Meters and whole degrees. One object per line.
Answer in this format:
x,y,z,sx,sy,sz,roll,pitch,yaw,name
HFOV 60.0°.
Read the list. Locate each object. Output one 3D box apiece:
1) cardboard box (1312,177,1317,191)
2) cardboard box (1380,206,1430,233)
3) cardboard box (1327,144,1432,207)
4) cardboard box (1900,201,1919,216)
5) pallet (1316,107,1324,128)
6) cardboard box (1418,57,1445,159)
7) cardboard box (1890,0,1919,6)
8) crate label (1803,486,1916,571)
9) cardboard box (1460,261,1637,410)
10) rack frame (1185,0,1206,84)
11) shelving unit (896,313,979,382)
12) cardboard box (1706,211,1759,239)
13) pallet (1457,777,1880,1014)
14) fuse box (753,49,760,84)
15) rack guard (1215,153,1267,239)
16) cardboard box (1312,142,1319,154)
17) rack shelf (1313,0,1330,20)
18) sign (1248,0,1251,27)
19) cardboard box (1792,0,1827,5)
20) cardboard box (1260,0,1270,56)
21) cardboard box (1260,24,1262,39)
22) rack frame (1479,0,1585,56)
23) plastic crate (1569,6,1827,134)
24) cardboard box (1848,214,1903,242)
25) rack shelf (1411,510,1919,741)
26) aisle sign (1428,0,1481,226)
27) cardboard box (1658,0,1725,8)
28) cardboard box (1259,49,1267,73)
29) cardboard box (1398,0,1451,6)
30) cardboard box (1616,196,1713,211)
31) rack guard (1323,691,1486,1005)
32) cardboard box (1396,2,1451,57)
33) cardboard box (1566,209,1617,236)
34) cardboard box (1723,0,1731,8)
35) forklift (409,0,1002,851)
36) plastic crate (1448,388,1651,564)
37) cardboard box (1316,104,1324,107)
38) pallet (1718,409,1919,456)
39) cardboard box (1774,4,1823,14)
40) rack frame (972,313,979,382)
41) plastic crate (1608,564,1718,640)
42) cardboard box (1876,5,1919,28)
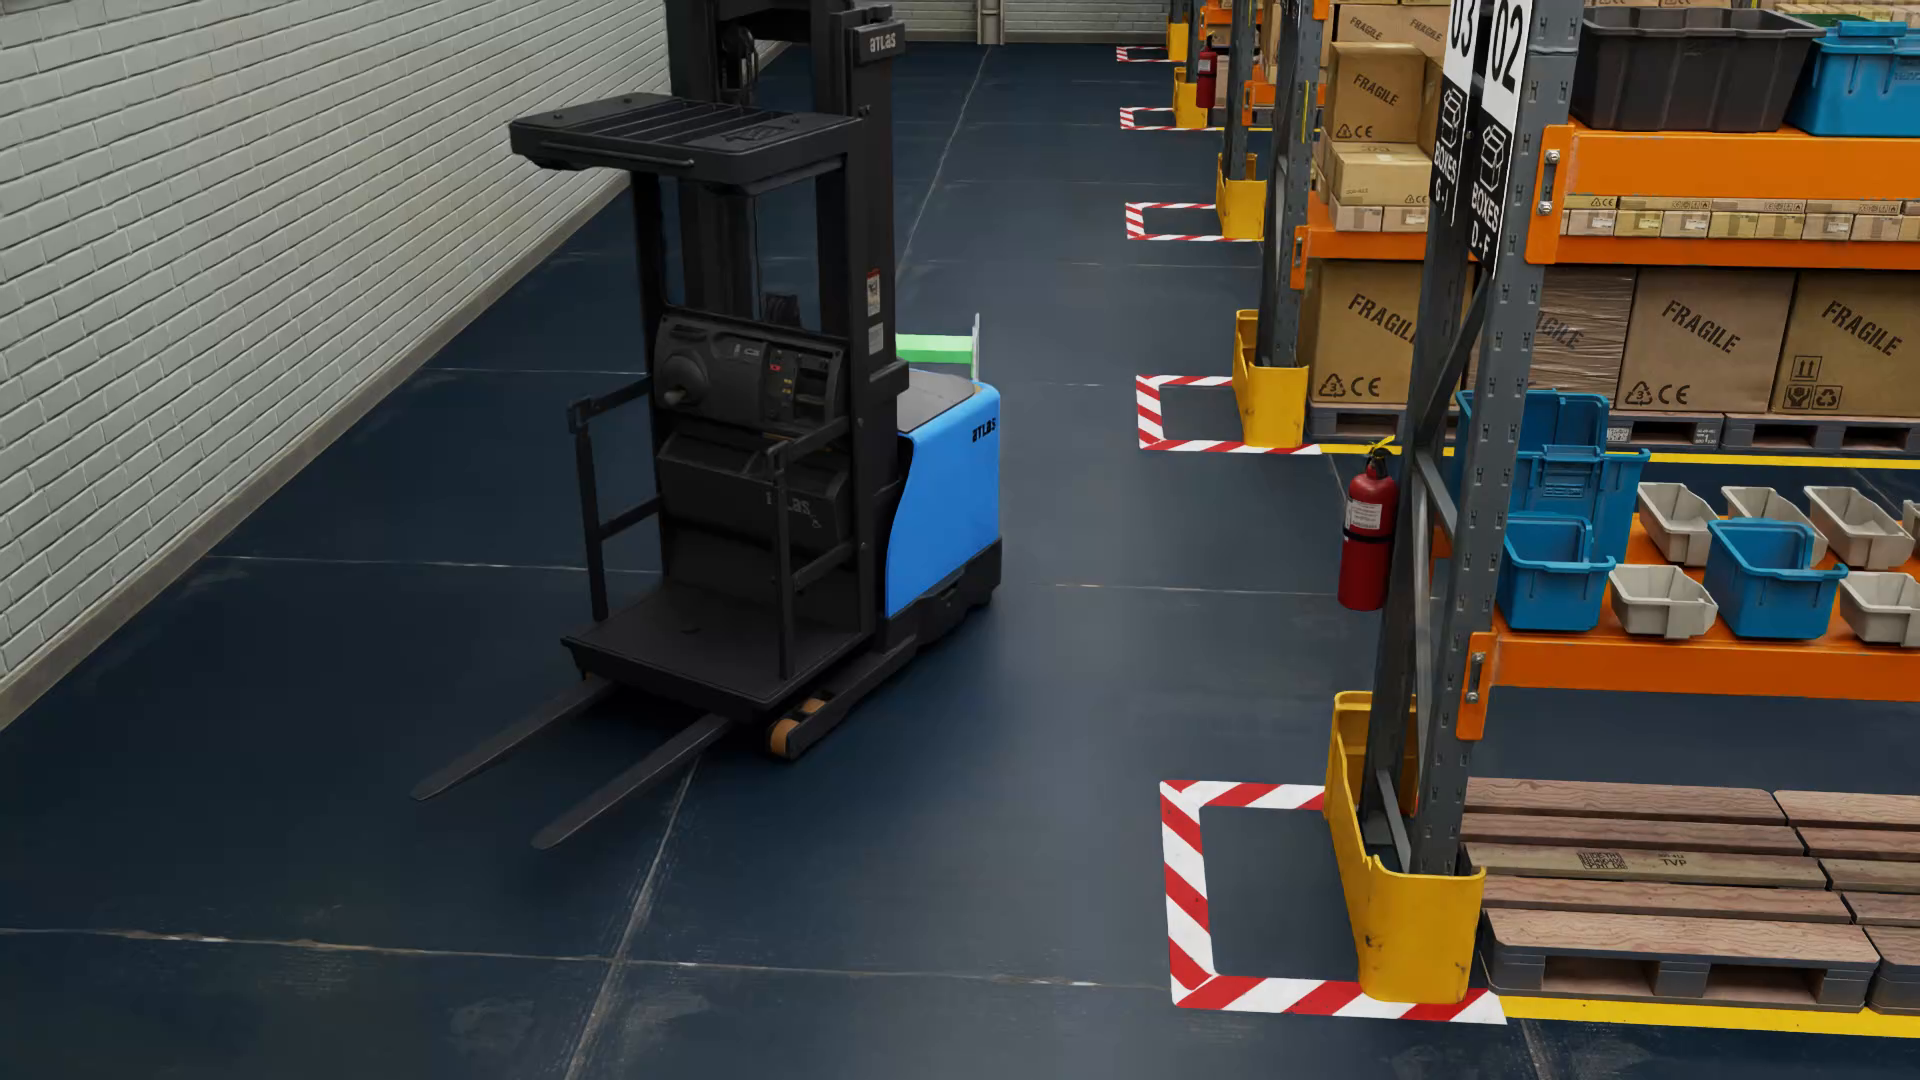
3.198,-3.096,14.442,0.250,0.149,0.380,2,25,4,cardboard box
2.530,-1.887,9.562,0.250,0.149,0.380,1,25,3,cardboard box
2.404,-2.096,9.541,0.500,0.250,0.500,1,25,3,cardboard box
5.474,-2.001,9.334,0.500,0.250,0.500,1,25,3,cardboard box
4.721,-4.988,19.337,1.213,0.211,1.003,2,25,4,pallet
2.902,-2.421,9.349,0.500,0.500,0.500,1,25,3,cardboard box
7.862,-4.474,13.970,0.250,0.149,0.380,1,25,2,cardboard box
2.961,-0.036,5.483,0.243,0.136,0.396,2,25,4,crate label
3.497,-1.366,10.171,0.875,0.875,0.875,2,25,4,cardboard box
2.704,-6.288,18.826,0.127,3.000,1.000,2,25,4,rack frame
-0.165,-0.550,8.511,0.503,1.200,0.258,2,25,4,shelving unit
4.323,-1.829,9.438,0.250,0.149,0.380,1,25,3,cardboard box
2.386,1.216,5.854,1.213,0.211,1.003,2,25,4,pallet
-2.613,-6.744,21.359,0.414,1.711,0.539,2,25,4,fuse box
2.502,-3.083,14.852,0.348,0.500,1.175,2,25,4,rack guard
3.220,-3.444,14.842,0.250,0.149,0.380,2,25,5,cardboard box
3.940,-3.129,9.234,4.000,0.370,1.077,2,25,4,rack shelf
2.385,-4.388,13.663,0.005,0.325,0.100,2,25,4,sign
7.098,-4.500,14.028,0.250,0.149,0.380,1,25,2,cardboard box
2.894,-4.495,14.454,0.500,0.500,0.500,2,25,5,cardboard box
4.533,-7.309,23.534,0.500,0.500,0.700,3,25,6,cardboard box
1.567,-2.818,4.109,0.127,3.000,1.000,2,25,4,rack frame
1.929,-1.268,4.484,0.590,0.269,0.497,2,25,4,plastic crate
5.092,-1.805,9.384,0.250,0.149,0.380,1,25,3,cardboard box
3.561,0.298,5.375,4.000,0.370,1.077,2,25,4,rack shelf
1.517,-1.398,5.090,0.004,0.787,0.394,2,25,4,aisle sign
5.925,-4.630,13.553,0.500,0.500,0.500,1,25,2,cardboard box
2.773,-4.214,14.621,0.250,0.149,0.380,2,25,4,cardboard box
3.874,-4.692,13.686,0.500,0.500,0.500,1,25,3,cardboard box
3.944,-2.050,9.441,0.500,0.250,0.500,1,25,3,cardboard box
1.542,1.047,5.876,0.348,0.500,1.175,2,25,4,rack guard
3.876,-4.245,13.911,0.500,0.500,0.500,2,25,5,cardboard box
3.557,-1.854,9.491,0.250,0.149,0.380,2,25,3,cardboard box
8.137,-5.928,18.225,0.500,0.250,0.500,2,25,4,cardboard box
-0.983,-0.653,6.663,1.130,2.935,3.031,14,28,28,forklift
1.915,-0.203,5.489,0.499,0.435,0.616,2,25,4,plastic crate
4.283,-5.309,19.262,0.875,0.438,0.875,2,25,5,cardboard box
5.182,-0.819,10.278,1.213,0.211,1.003,2,25,4,pallet
6.772,-4.236,13.453,0.250,0.149,0.380,3,25,7,cardboard box
0.078,-0.543,8.494,0.015,1.200,0.240,2,25,4,rack frame
2.101,0.190,4.993,0.298,0.136,0.250,2,25,4,plastic crate
7.555,-4.211,13.400,0.250,0.149,0.380,2,25,3,cardboard box
